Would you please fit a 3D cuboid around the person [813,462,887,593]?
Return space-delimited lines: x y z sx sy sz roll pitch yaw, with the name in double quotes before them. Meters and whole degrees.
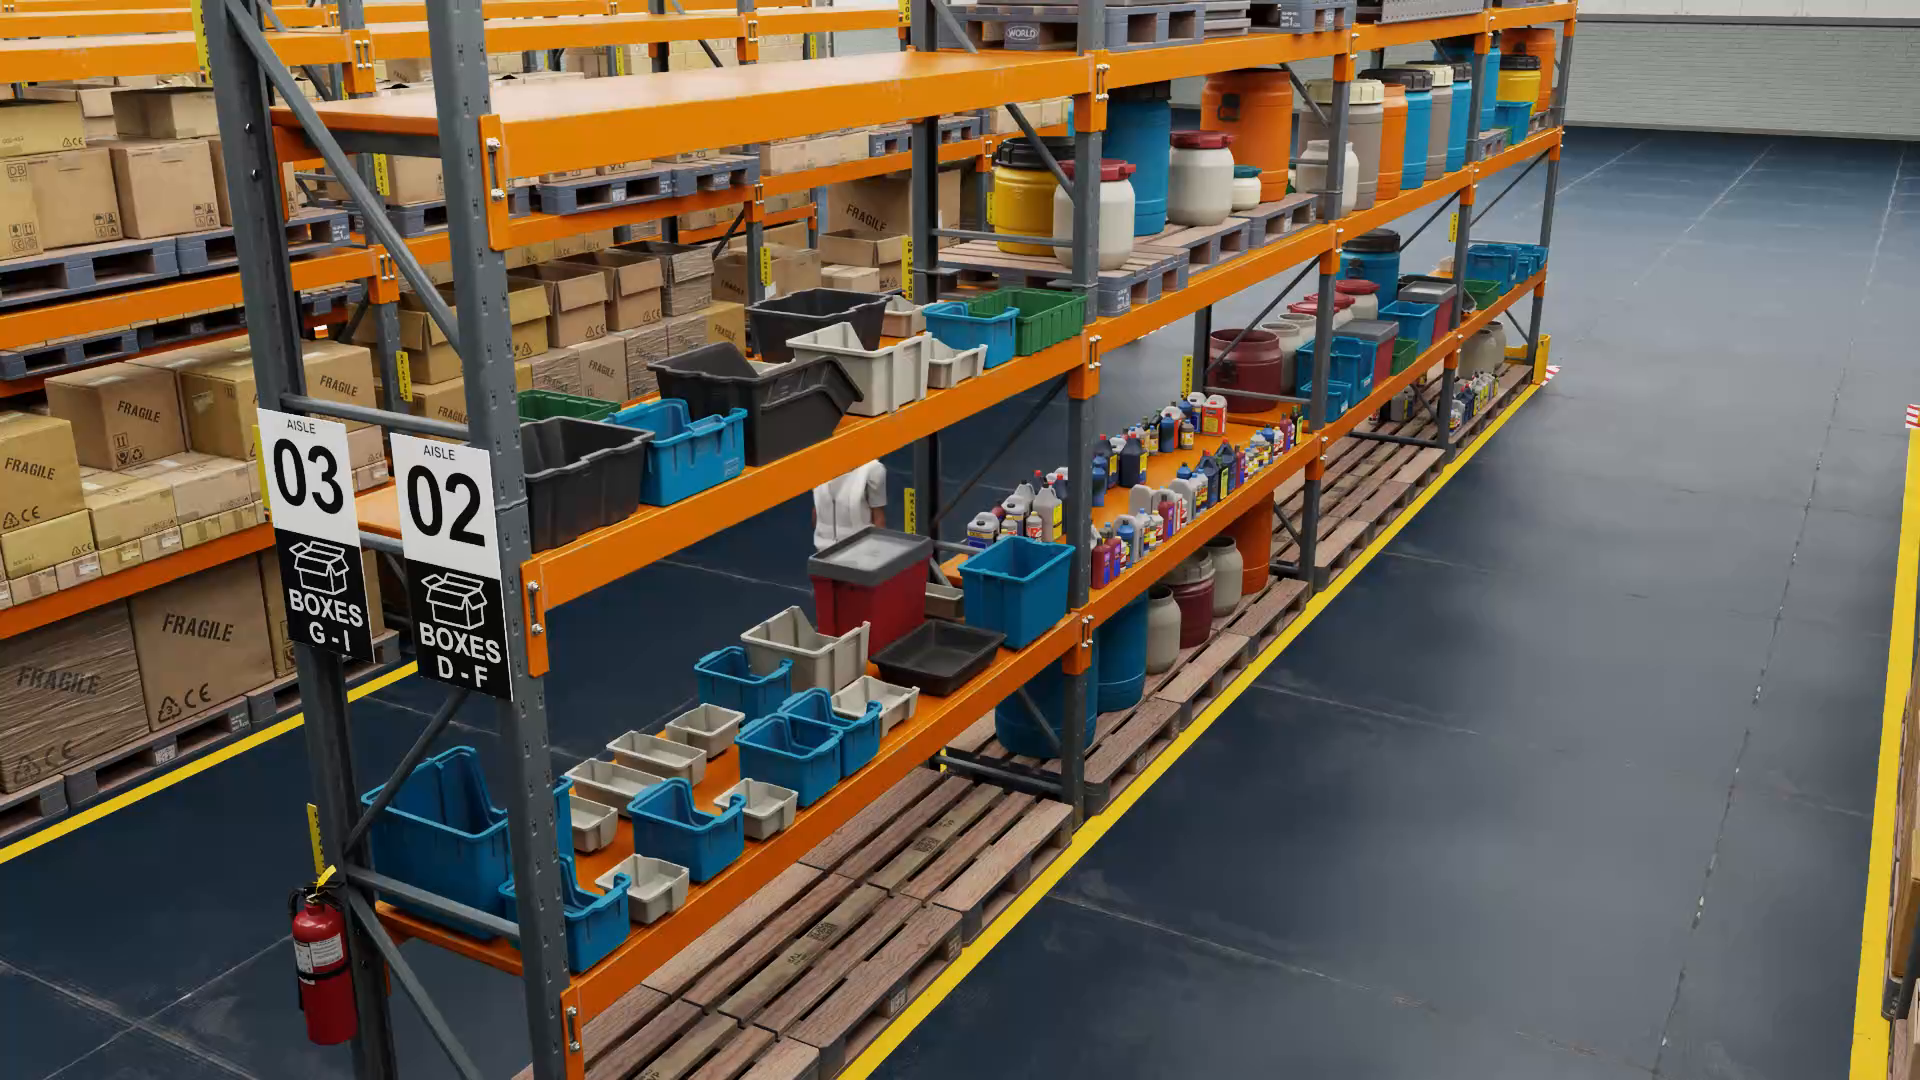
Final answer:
"person" -0.699 0.010 10.844 0.566 1.707 0.534 9 21 23
